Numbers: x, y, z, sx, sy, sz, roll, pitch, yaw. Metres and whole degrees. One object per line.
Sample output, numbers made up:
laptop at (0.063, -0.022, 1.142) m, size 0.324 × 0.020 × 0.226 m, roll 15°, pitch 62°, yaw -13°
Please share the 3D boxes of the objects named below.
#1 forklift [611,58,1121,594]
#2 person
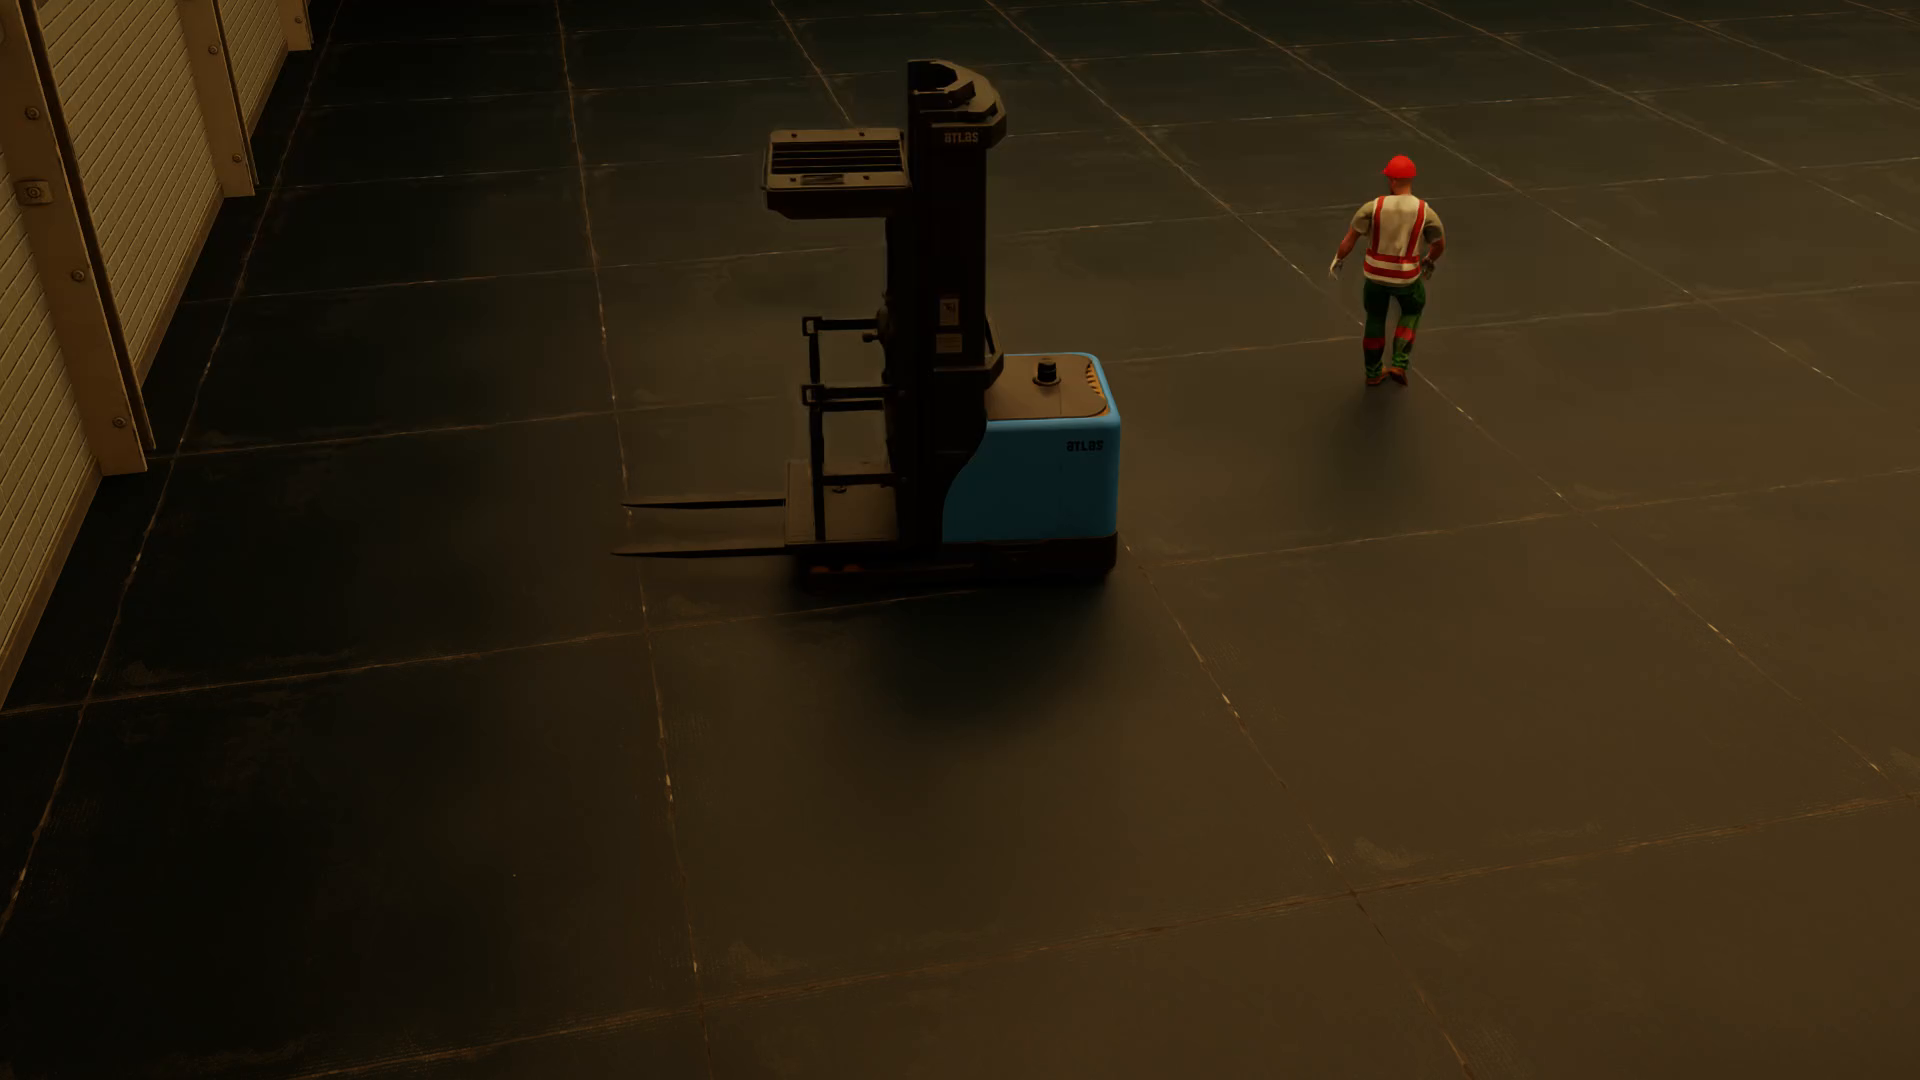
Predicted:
forklift at (-0.598, -1.222, 9.685) m, size 3.031 × 2.935 × 1.130 m, roll -2°, pitch 30°, yaw -4°
person at (3.107, -1.957, 12.137) m, size 0.787 × 1.748 × 0.480 m, roll 13°, pitch 32°, yaw 21°
